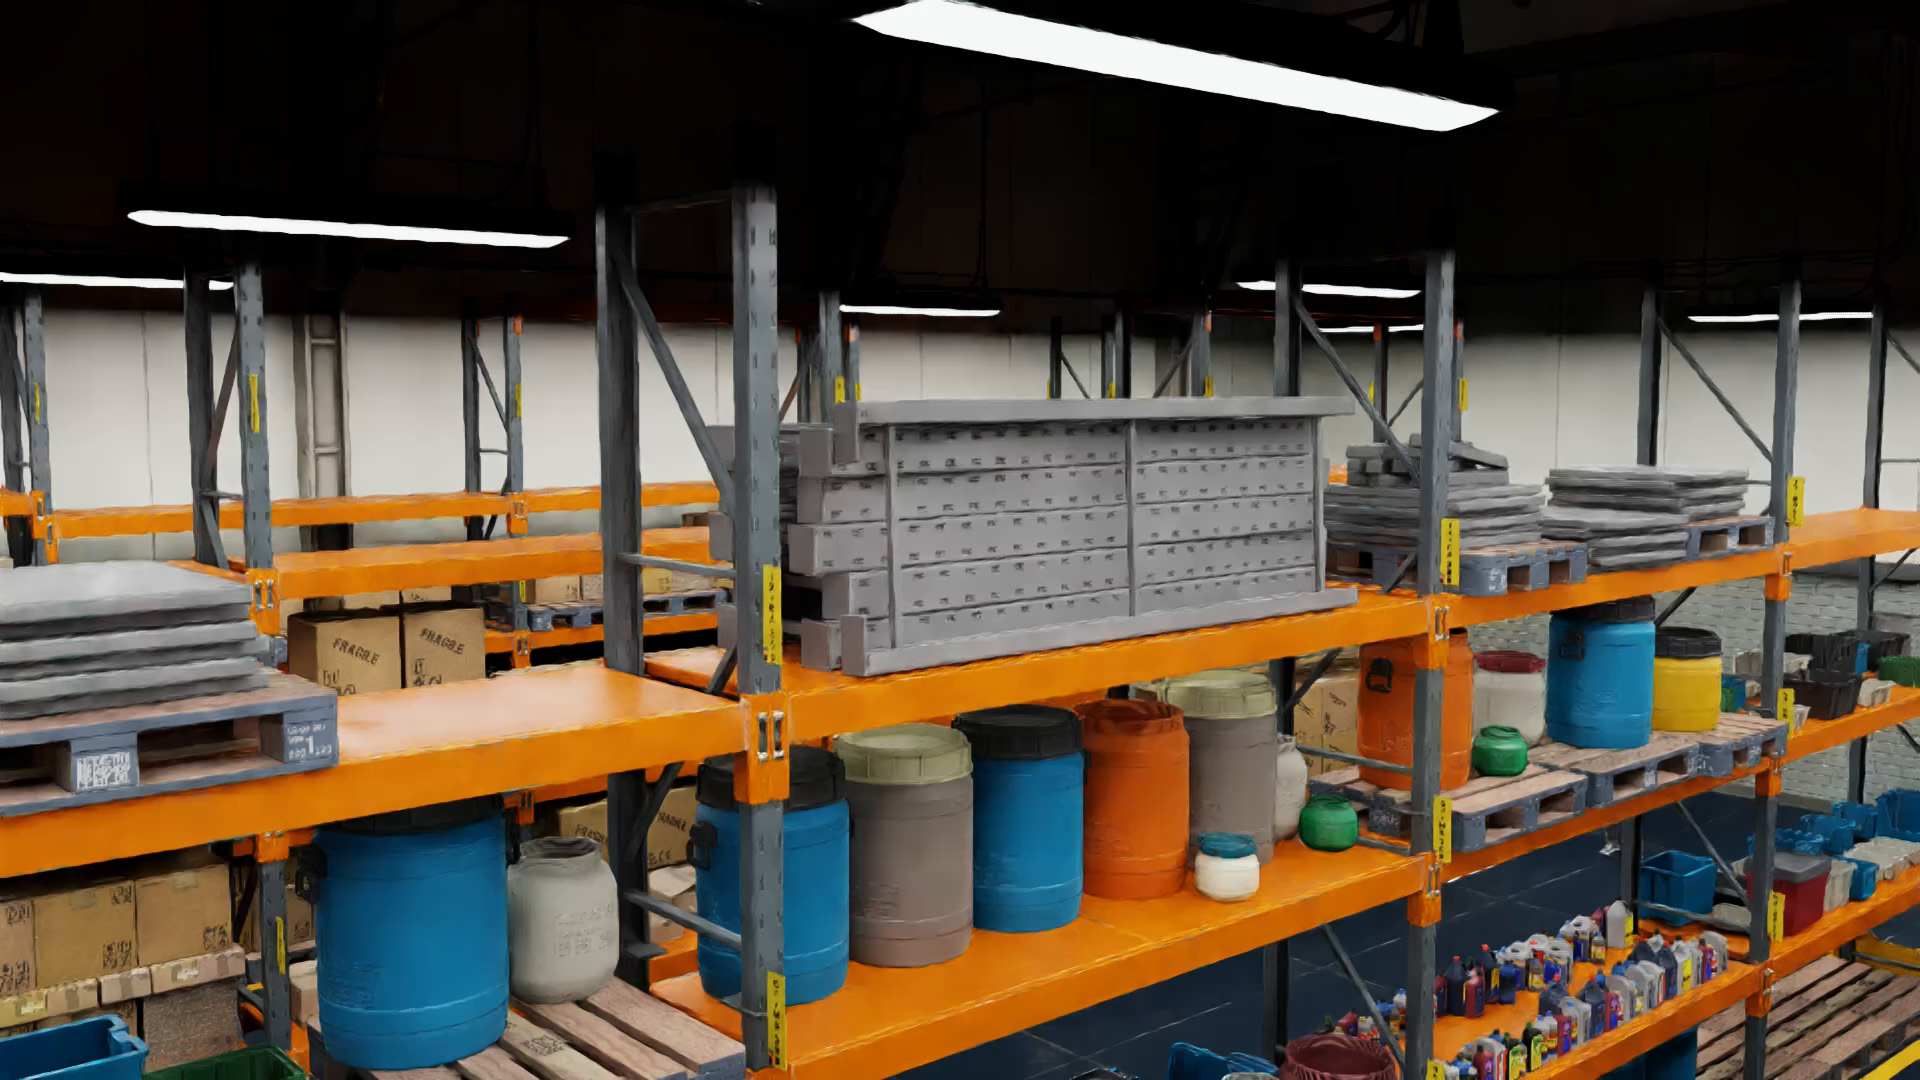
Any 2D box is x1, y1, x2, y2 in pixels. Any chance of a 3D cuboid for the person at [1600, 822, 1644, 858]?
[{"bbox_3d":[7.176,2.707,17.963,0.519,1.541,0.566,-5,7,-44],"label":"person"}]
